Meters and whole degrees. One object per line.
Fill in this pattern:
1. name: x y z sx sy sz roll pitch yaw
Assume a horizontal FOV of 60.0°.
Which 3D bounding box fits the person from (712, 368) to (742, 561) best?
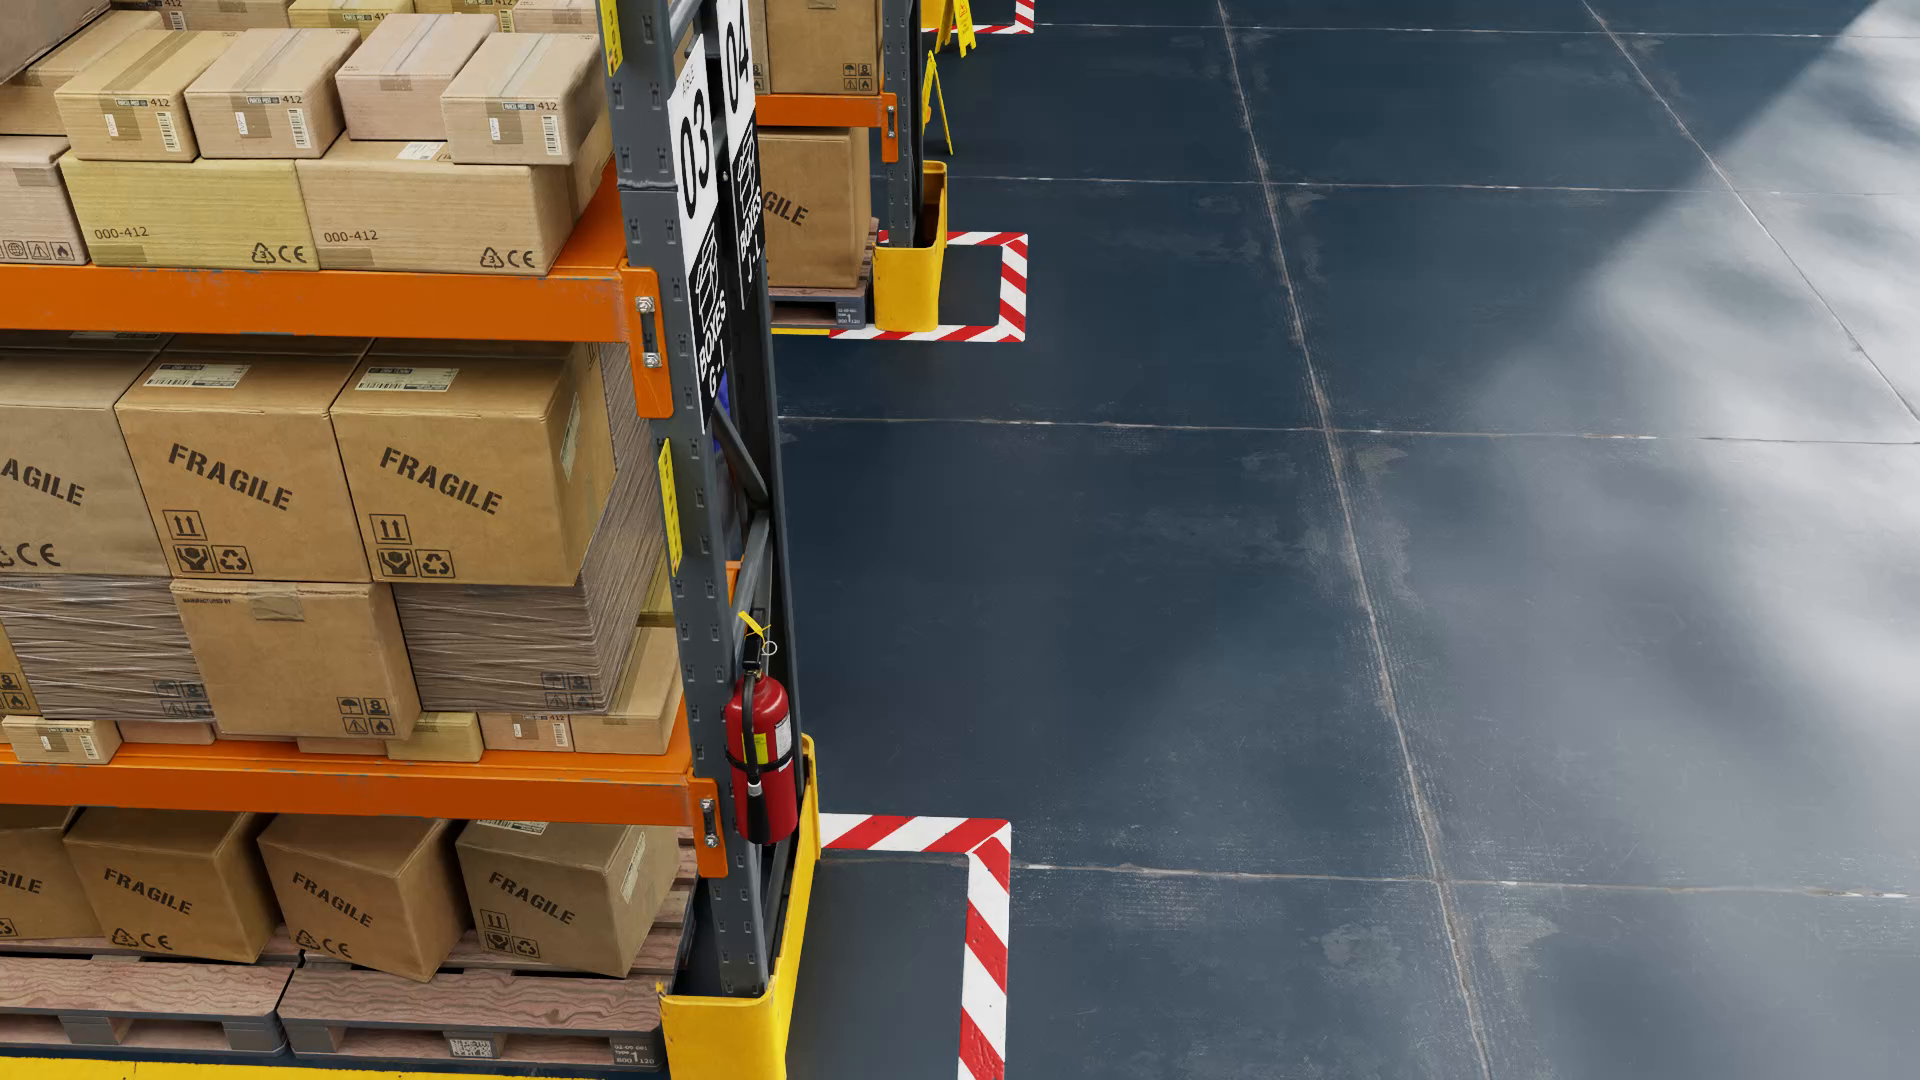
1. person: -1.085 -0.157 6.368 0.547 1.648 0.520 6 36 9
